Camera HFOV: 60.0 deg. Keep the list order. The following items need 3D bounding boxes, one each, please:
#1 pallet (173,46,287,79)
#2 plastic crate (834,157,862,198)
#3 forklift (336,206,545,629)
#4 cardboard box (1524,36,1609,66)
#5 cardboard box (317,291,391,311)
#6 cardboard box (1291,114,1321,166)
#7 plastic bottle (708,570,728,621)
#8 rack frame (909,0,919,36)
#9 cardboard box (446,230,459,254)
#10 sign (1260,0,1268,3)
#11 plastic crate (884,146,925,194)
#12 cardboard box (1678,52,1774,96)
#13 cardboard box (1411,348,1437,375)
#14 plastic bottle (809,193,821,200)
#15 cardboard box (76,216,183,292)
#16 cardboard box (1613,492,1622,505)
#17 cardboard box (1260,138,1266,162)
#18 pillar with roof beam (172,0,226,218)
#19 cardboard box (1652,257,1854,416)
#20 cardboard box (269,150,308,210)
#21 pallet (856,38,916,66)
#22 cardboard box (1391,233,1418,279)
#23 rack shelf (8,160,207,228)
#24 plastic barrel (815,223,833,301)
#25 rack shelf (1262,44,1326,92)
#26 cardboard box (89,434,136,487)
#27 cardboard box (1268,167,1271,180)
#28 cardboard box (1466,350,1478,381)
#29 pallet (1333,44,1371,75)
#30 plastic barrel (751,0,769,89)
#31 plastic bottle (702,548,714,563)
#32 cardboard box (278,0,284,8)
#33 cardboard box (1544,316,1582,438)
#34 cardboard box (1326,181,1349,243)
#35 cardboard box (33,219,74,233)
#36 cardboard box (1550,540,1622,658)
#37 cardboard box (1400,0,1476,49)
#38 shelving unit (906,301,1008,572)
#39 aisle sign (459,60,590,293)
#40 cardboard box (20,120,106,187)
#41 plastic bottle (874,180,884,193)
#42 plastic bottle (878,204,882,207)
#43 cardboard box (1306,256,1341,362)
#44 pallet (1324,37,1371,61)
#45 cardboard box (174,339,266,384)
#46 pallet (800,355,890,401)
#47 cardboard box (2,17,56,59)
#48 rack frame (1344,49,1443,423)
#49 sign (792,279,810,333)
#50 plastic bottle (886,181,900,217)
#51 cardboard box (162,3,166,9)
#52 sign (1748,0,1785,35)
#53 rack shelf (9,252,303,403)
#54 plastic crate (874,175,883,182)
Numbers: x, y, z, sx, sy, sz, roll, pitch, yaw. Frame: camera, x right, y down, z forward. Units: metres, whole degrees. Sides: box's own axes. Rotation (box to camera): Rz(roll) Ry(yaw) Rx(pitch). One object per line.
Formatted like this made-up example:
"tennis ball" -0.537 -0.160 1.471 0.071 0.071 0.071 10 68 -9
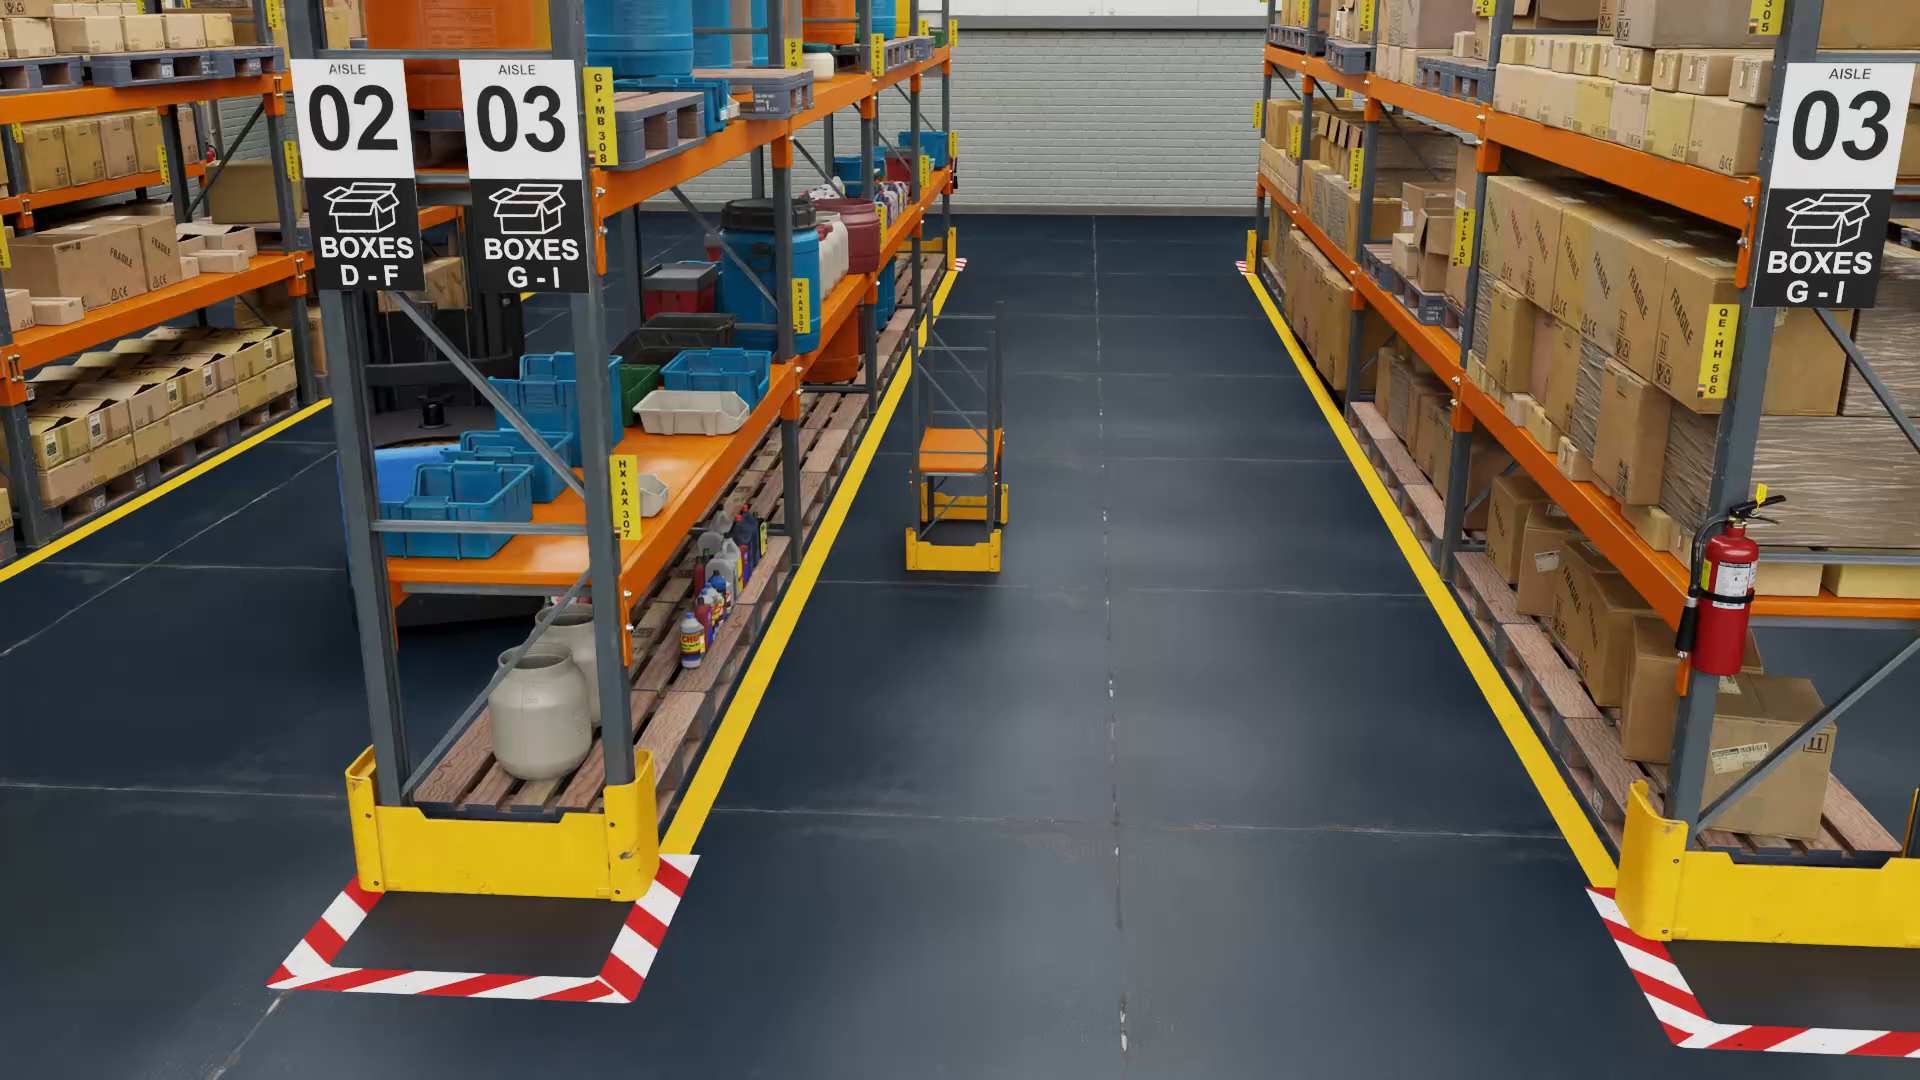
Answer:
"pallet" -6.110 -3.758 13.061 1.213 0.211 1.003 2 18 6
"plastic crate" -1.230 -3.939 18.057 0.392 0.384 0.575 1 18 4
"forklift" -3.254 -1.317 10.236 1.130 2.935 3.031 -5 19 -15
"cardboard box" 3.162 -2.536 8.628 0.380 0.149 0.250 0 18 1
"cardboard box" -5.760 -2.110 15.852 0.500 0.500 0.500 1 18 3
"cardboard box" 3.783 -4.230 17.575 0.500 0.500 0.500 2 18 5
"plastic bottle" -1.297 0.292 8.889 0.097 0.271 0.097 0 18 0
"rack frame" -0.923 -6.617 16.664 1.000 3.000 0.127 1 18 4
"cardboard box" -5.734 -3.484 20.040 0.797 0.503 0.637 1 18 4
"sign" 3.751 -6.790 20.480 0.100 0.325 0.005 1 18 4
"plastic crate" -0.609 -4.096 18.408 0.402 0.464 0.583 1 18 4
"cardboard box" 2.911 -1.731 6.171 0.380 0.149 0.250 0 18 2
"cardboard box" 3.684 -1.417 12.533 0.500 0.250 0.500 3 18 10
"plastic bottle" -1.420 -3.212 16.107 0.152 0.276 0.135 1 18 4
"cardboard box" -6.254 -2.161 12.541 0.500 0.500 0.500 0 18 1
"cardboard box" 3.049 -0.212 7.157 0.380 0.149 0.250 1 18 4
"cardboard box" 4.000 -4.824 20.592 0.500 0.250 0.500 1 18 2
"pillar with roof beam" -6.893 -8.842 23.455 9.100 9.000 0.400 1 18 4
"cardboard box" 2.950 -0.769 6.207 0.500 0.500 0.500 1 18 4
"cardboard box" -5.962 -3.360 15.525 0.700 0.500 0.500 5 19 14
"pallet" -0.960 -4.503 15.336 1.003 0.211 1.213 1 18 4
"cardboard box" 3.381 -2.026 11.854 0.500 0.250 0.500 1 18 2
"rack shelf" -10.662 -4.266 20.281 1.077 0.370 4.000 1 18 4
"plastic barrel" -1.126 -2.000 11.992 0.433 0.535 0.433 0 18 0
"rack shelf" 4.160 -5.360 18.801 1.077 0.370 4.000 1 18 4
"cardboard box" -6.123 -0.564 11.569 0.500 0.250 0.500 2 18 5
"cardboard box" 3.877 -4.356 19.803 0.380 0.149 0.250 1 18 3
"cardboard box" 3.128 -0.991 9.534 0.380 0.149 0.250 1 18 4
"pallet" 3.723 -3.950 13.646 1.213 0.211 1.003 2 18 6
"plastic barrel" -1.583 -3.514 11.207 0.600 0.901 0.708 1 18 4
"plastic bottle" -1.397 0.173 9.234 0.061 0.283 0.133 1 18 4
"cardboard box" -6.076 -4.877 14.406 0.500 0.500 0.500 1 18 4
"cardboard box" 3.266 -0.755 7.770 0.875 0.500 0.500 1 18 4
"cardboard box" 3.594 -2.935 14.903 0.500 0.500 0.500 1 18 2
"cardboard box" -10.803 -3.742 19.823 0.380 0.149 0.250 1 18 2
"cardboard box" 3.375 0.314 8.488 0.500 0.500 0.500 0 18 -1
"cardboard box" 3.371 -3.669 11.523 0.500 0.500 0.500 1 18 2
"shelving unit" -0.005 -0.689 10.617 0.587 1.500 1.083 1 18 4
"aisle sign" -1.497 -1.245 5.731 0.394 0.787 0.004 1 18 4
"cardboard box" -10.692 -4.524 19.431 0.980 0.700 0.700 1 18 3
"plastic bottle" -0.820 -3.395 16.547 0.144 0.351 0.185 1 18 4
"plastic bottle" -0.728 -2.953 15.305 0.061 0.283 0.133 1 18 4
"cardboard box" 3.872 -2.093 15.232 1.225 0.875 0.875 1 18 4
"pallet" 4.000 -4.704 15.951 0.805 0.209 1.217 1 18 2
"cardboard box" -5.973 -1.465 13.417 0.500 0.311 0.500 1 18 3
"pallet" -1.195 -1.444 14.991 1.003 0.211 1.213 1 18 4
"cardboard box" -6.347 -3.308 10.951 0.500 0.250 0.500 0 18 -1
"rack frame" 3.730 -2.413 13.469 1.000 3.000 0.127 1 18 4
"sign" -0.949 -1.397 9.924 0.100 0.325 0.005 1 18 4
"plastic bottle" -0.676 -3.392 16.537 0.144 0.351 0.185 1 18 4
"cardboard box" -10.306 -6.597 20.827 0.500 0.250 0.500 2 18 6
"sign" 2.604 -1.793 5.338 0.100 0.325 0.005 1 18 4
"rack shelf" -6.294 -1.672 12.364 1.077 0.370 4.000 1 18 4
"plastic crate" -1.111 -4.017 18.711 0.437 0.125 0.590 1 18 4
